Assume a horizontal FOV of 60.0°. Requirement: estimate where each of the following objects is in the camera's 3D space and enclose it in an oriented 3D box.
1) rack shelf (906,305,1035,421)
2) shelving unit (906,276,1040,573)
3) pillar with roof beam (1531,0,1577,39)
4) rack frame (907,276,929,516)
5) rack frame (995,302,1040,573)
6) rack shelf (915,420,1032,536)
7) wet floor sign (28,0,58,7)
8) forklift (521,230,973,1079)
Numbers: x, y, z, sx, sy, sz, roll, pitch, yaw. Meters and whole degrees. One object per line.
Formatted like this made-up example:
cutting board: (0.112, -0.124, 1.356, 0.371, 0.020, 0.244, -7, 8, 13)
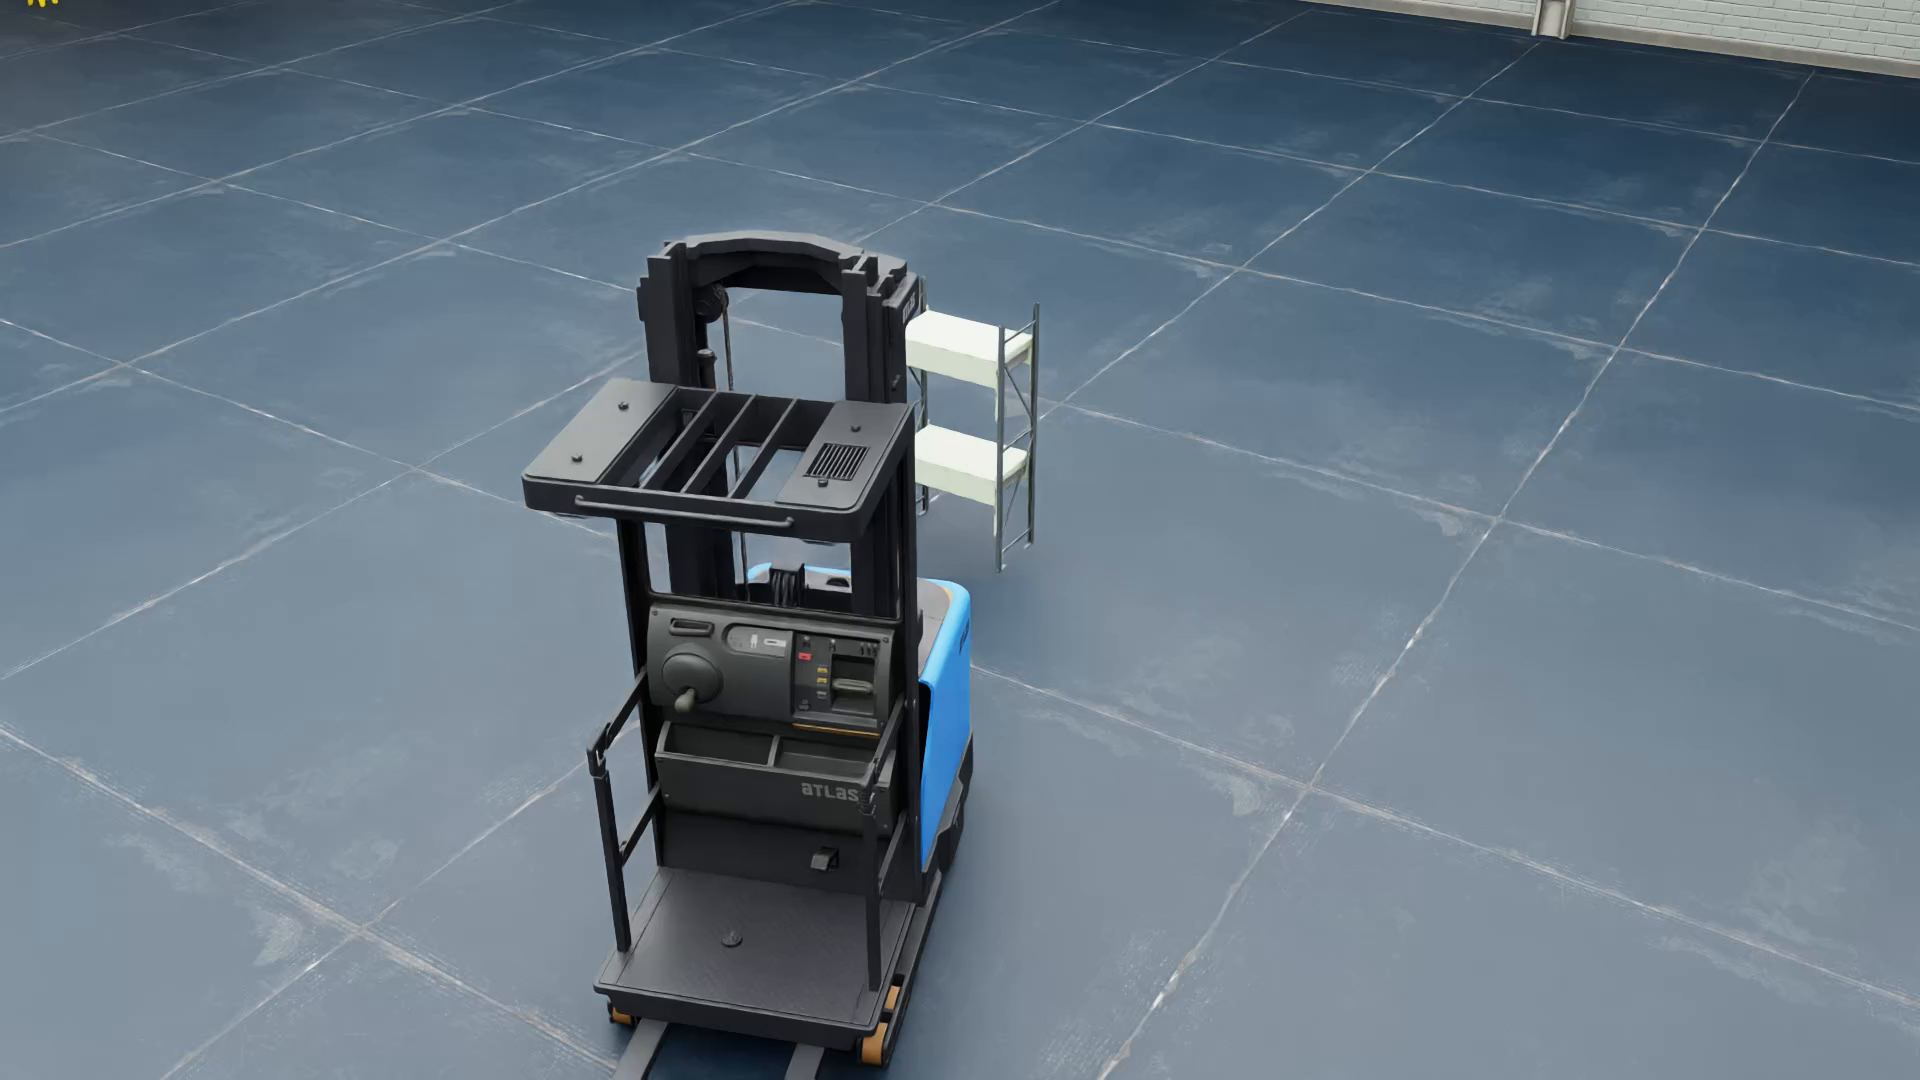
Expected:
rack shelf: (0.006, -0.983, 9.172, 0.720, 0.370, 0.431, 18, 35, 27)
shelving unit: (0.006, -0.646, 9.369, 0.755, 1.500, 0.431, 18, 35, 27)
pillar with roof beam: (4.943, -8.238, 14.941, 0.400, 9.000, 9.100, 18, 35, 27)
rack frame: (-0.304, -0.744, 9.537, 0.023, 1.500, 0.400, 18, 35, 27)
rack frame: (0.316, -0.548, 9.201, 0.023, 1.500, 0.400, 18, 35, 27)
rack shelf: (0.006, -0.364, 9.533, 0.720, 0.370, 0.431, 18, 35, 27)
wet floor sign: (-12.008, -7.297, 21.617, 0.232, 0.644, 0.267, 12, 32, 19)
forklift: (-0.745, 0.524, 5.942, 1.130, 2.935, 3.031, 6, 31, 10)
